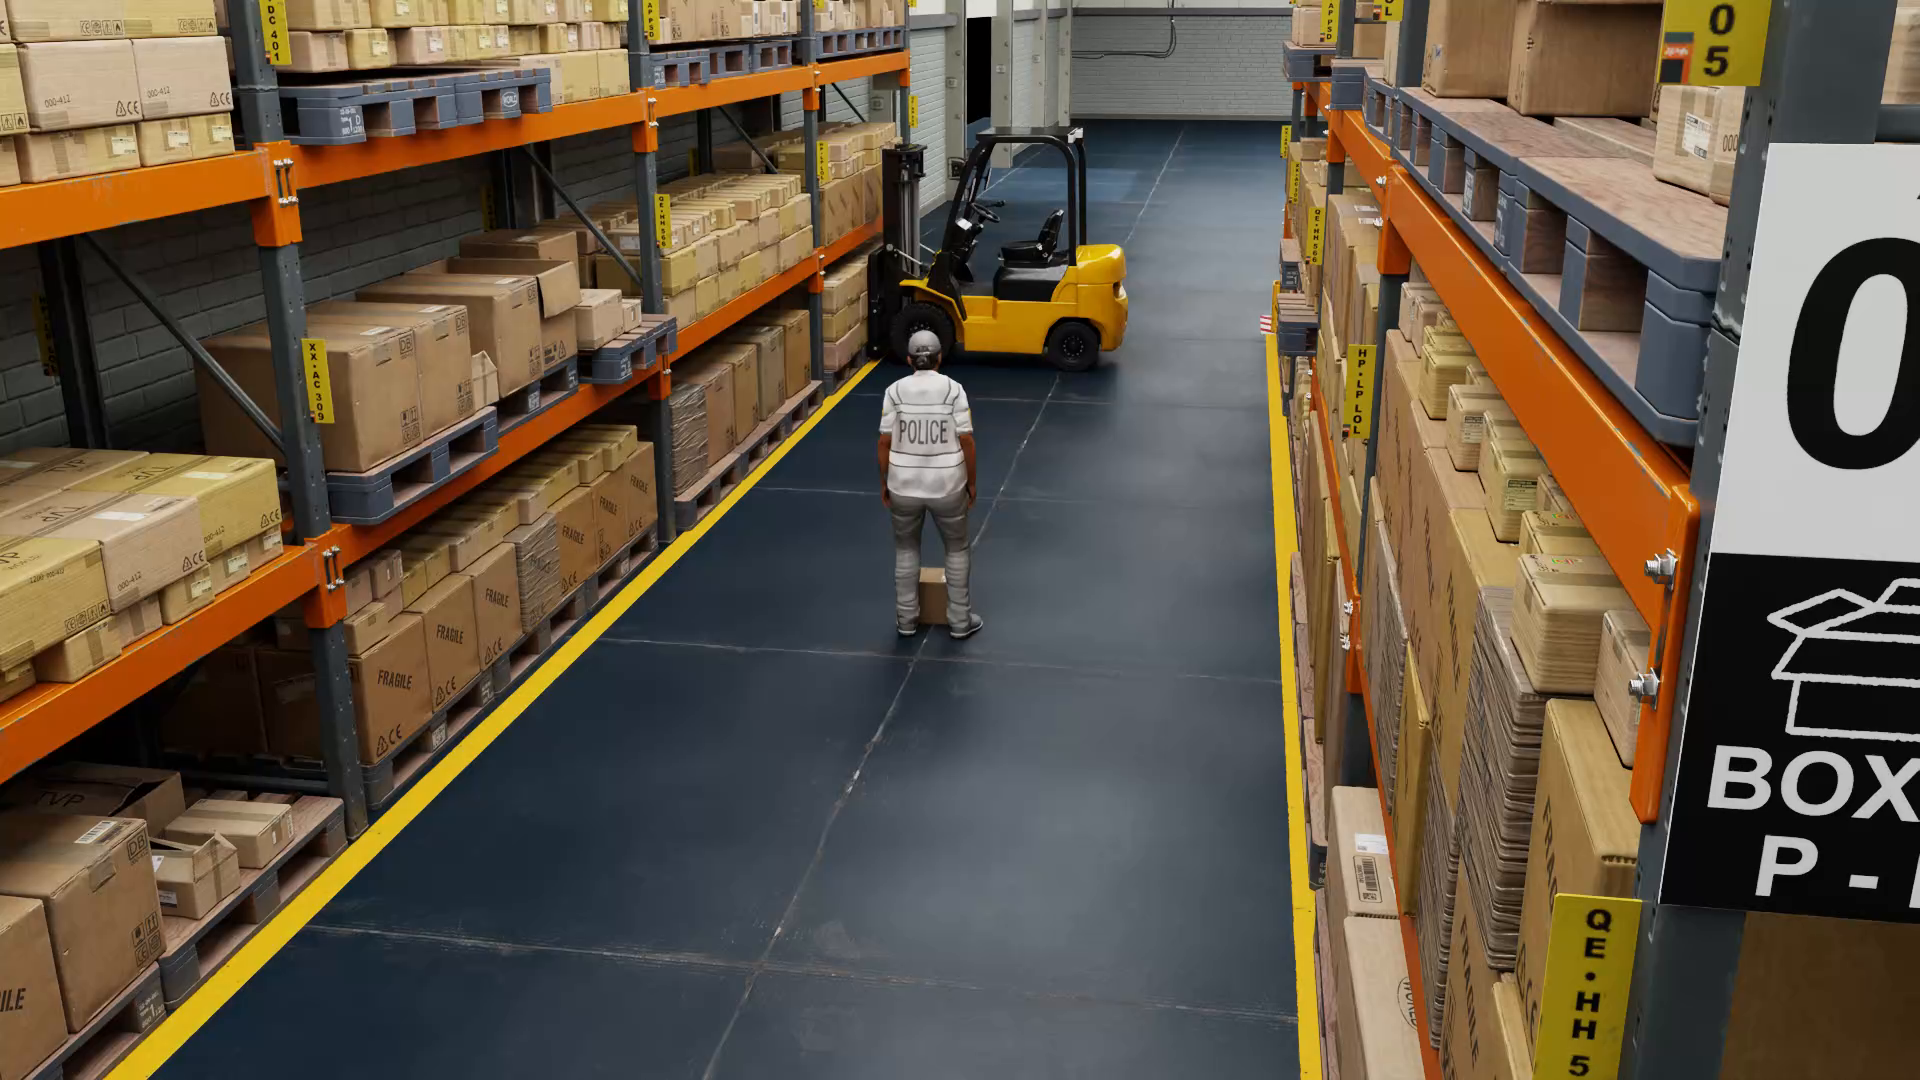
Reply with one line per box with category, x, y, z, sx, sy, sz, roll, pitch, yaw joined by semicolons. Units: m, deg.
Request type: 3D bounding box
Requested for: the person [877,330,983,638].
person;-0.157;-0.293;8.946;0.553;1.665;0.457;2;18;6
